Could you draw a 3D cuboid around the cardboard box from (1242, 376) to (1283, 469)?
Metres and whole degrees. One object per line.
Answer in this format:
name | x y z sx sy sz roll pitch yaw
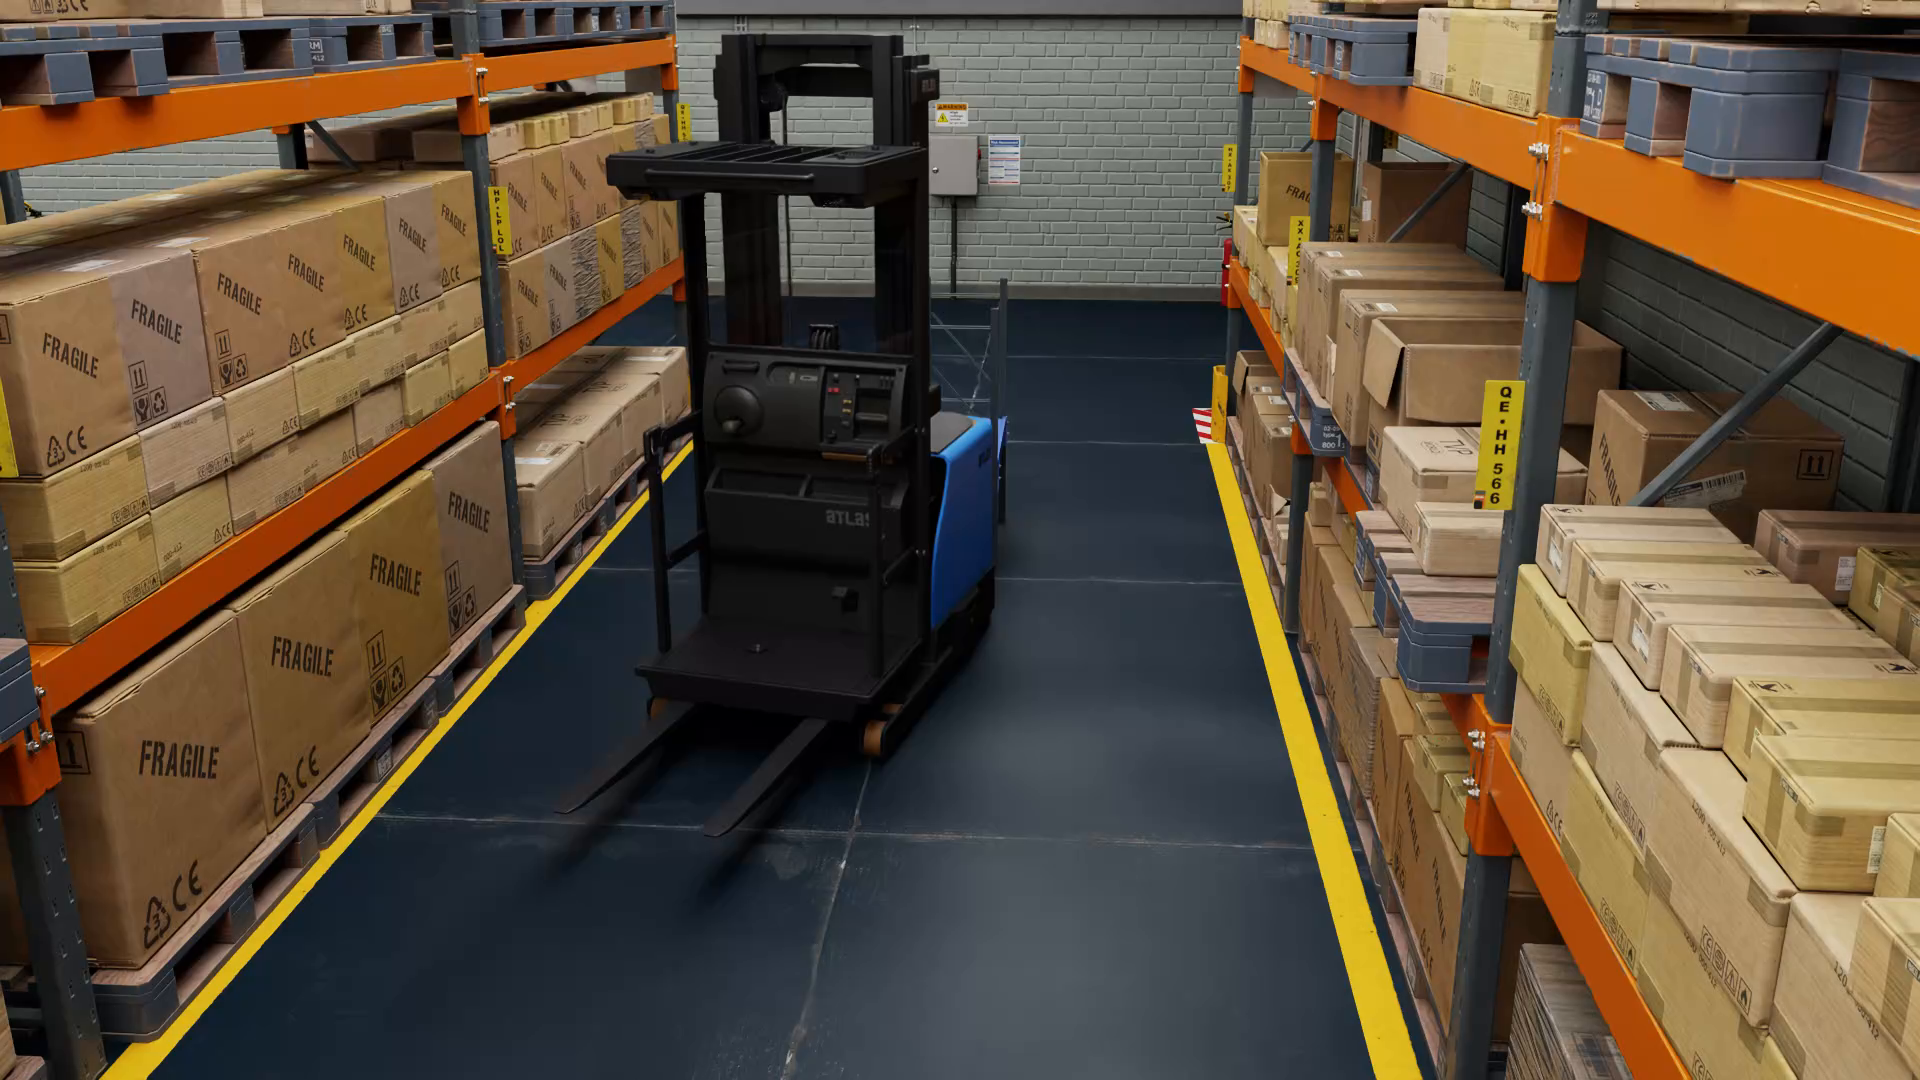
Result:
cardboard box | 2.201 -0.752 10.742 0.700 0.500 0.500 2 18 6

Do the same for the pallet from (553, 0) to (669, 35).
pallet | -2.554 -3.455 10.976 1.003 0.211 1.213 1 18 4

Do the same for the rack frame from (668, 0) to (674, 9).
rack frame | -2.511 -5.154 11.199 1.000 3.000 0.127 1 18 4

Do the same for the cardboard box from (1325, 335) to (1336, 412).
cardboard box | 1.671 -0.663 6.672 0.396 0.266 0.258 2 18 7

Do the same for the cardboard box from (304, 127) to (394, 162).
cardboard box | -3.093 -1.994 8.383 0.380 0.149 0.250 1 18 3

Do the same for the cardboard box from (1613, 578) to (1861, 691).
cardboard box | 1.539 0.192 3.319 0.380 0.149 0.250 2 18 5

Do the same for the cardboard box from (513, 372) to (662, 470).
cardboard box | -2.516 -0.793 10.966 0.875 0.438 0.875 2 18 5

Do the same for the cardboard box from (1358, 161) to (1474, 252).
cardboard box | 2.525 -1.834 9.261 0.500 0.500 0.500 1 18 2

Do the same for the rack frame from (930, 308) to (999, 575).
rack frame | -0.043 -0.528 9.127 0.500 1.500 0.032 1 18 4

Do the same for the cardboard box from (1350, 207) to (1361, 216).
cardboard box | 2.672 -2.114 11.321 0.500 0.250 0.500 2 18 6

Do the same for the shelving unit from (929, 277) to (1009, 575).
shelving unit | -0.006 -0.686 9.609 0.538 1.500 1.048 1 18 4

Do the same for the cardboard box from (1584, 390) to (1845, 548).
cardboard box | 2.059 -0.112 4.612 0.500 0.500 0.500 2 18 7

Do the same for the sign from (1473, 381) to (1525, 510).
sign | 1.325 -0.230 4.076 0.100 0.325 0.005 1 18 4

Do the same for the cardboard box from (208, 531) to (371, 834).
cardboard box | -2.884 0.502 6.310 0.875 0.875 0.875 2 18 5

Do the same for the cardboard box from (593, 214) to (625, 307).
cardboard box | -2.384 -1.718 10.189 0.500 0.500 0.500 2 18 6

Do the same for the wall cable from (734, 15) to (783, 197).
wall cable | -2.130 -4.552 17.316 0.585 1.953 0.123 1 18 4

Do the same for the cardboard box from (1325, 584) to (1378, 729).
cardboard box | 1.826 0.503 6.910 0.500 0.500 0.500 1 18 2

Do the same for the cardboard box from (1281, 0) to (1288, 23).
cardboard box | 2.013 -2.922 8.970 0.500 0.250 0.500 2 18 5

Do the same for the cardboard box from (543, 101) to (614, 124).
cardboard box | -2.415 -2.699 10.536 0.380 0.149 0.250 1 18 3

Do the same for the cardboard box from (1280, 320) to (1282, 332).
cardboard box | 1.961 -1.179 9.109 0.380 0.149 0.250 2 18 5

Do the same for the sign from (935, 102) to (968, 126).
sign | -0.086 -4.420 17.269 0.339 0.242 0.001 1 18 4

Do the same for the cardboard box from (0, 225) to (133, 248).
cardboard box | -3.238 -0.821 5.844 0.500 0.500 0.500 1 18 4

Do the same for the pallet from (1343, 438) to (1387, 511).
pallet | 2.001 -0.221 6.089 1.003 0.211 1.213 1 18 4

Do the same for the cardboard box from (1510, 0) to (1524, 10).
cardboard box | 1.734 -1.529 4.554 0.380 0.149 0.250 2 18 5

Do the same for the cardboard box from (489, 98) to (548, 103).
cardboard box | -2.894 -2.786 10.801 0.380 0.149 0.250 1 18 2

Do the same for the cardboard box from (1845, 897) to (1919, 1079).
cardboard box | 1.387 0.586 2.117 0.380 0.149 0.250 1 18 2

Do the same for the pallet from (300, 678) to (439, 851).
pallet | -2.863 0.886 6.880 1.003 0.211 1.213 1 18 4

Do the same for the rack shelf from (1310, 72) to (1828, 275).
rack shelf | 2.010 -1.413 5.756 1.077 0.370 4.000 1 18 4

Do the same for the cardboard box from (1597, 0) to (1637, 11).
cardboard box | 1.539 -1.168 3.394 0.380 0.166 0.250 1 18 4

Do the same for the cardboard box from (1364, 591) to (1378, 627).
cardboard box | 1.831 0.242 6.666 0.380 0.149 0.250 2 18 6

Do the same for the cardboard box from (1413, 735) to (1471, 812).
cardboard box | 1.638 0.727 5.185 0.380 0.149 0.250 0 18 1

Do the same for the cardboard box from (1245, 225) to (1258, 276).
cardboard box | 2.070 -1.814 10.405 0.500 0.250 0.500 1 18 3

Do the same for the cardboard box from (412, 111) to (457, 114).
cardboard box | -2.939 -2.390 9.591 0.380 0.149 0.250 1 18 3

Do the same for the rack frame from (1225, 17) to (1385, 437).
rack frame | 2.440 -2.193 11.799 1.000 3.000 0.127 1 18 4

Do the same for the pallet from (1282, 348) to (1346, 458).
pallet | 1.987 -0.614 7.287 1.003 0.211 1.213 1 18 4

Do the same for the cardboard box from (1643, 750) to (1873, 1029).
cardboard box | 1.498 0.575 2.788 0.500 0.250 0.500 1 18 3

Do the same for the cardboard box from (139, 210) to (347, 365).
cardboard box | -2.687 -0.960 6.268 0.500 0.500 0.500 2 18 5

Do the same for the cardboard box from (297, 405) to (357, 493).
cardboard box | -2.704 -0.369 6.473 0.500 0.250 0.500 1 18 4

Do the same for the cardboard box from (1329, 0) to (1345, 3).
cardboard box | 1.658 -2.183 6.518 0.380 0.149 0.250 2 18 5

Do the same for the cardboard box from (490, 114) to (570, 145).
cardboard box | -2.411 -2.301 9.321 0.380 0.149 0.250 1 18 2

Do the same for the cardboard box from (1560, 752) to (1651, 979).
cardboard box | 1.550 0.651 3.359 0.500 0.250 0.500 1 18 3

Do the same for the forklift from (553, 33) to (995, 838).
forklift | -0.742 -0.599 7.044 1.130 2.935 3.031 5 19 16

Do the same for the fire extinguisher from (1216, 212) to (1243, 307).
fire extinguisher | 1.989 -2.035 12.040 0.296 0.674 0.183 1 18 4

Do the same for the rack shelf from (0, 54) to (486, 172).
rack shelf | -2.941 -1.523 6.091 1.077 0.370 4.000 1 18 4

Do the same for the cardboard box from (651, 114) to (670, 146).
cardboard box | -2.308 -2.670 11.489 0.500 0.500 0.500 2 18 6

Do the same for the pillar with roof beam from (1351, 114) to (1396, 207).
pillar with roof beam | -0.762 -5.957 13.652 9.100 9.000 0.400 1 18 4

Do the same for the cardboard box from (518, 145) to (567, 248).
cardboard box | -2.480 -1.882 9.084 0.500 0.500 0.500 1 18 3

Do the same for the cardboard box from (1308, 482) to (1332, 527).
cardboard box | 1.862 -0.165 7.908 0.380 0.149 0.250 2 18 7

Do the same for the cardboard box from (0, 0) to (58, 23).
cardboard box | -3.203 -1.802 4.954 0.700 0.500 0.500 0 18 1

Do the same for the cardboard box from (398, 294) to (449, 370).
cardboard box | -2.616 -0.929 7.379 0.500 0.250 0.500 2 18 5

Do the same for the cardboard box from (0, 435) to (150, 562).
cardboard box | -2.802 -0.136 4.959 0.500 0.250 0.500 1 18 4

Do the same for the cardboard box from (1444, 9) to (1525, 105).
cardboard box | 1.696 -1.383 4.752 0.500 0.250 0.500 1 18 4

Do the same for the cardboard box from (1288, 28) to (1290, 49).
cardboard box | 2.015 -2.771 9.149 0.380 0.149 0.250 1 18 4

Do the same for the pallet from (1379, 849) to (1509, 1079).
pallet | 1.958 1.386 5.355 1.003 0.211 1.213 1 18 4
